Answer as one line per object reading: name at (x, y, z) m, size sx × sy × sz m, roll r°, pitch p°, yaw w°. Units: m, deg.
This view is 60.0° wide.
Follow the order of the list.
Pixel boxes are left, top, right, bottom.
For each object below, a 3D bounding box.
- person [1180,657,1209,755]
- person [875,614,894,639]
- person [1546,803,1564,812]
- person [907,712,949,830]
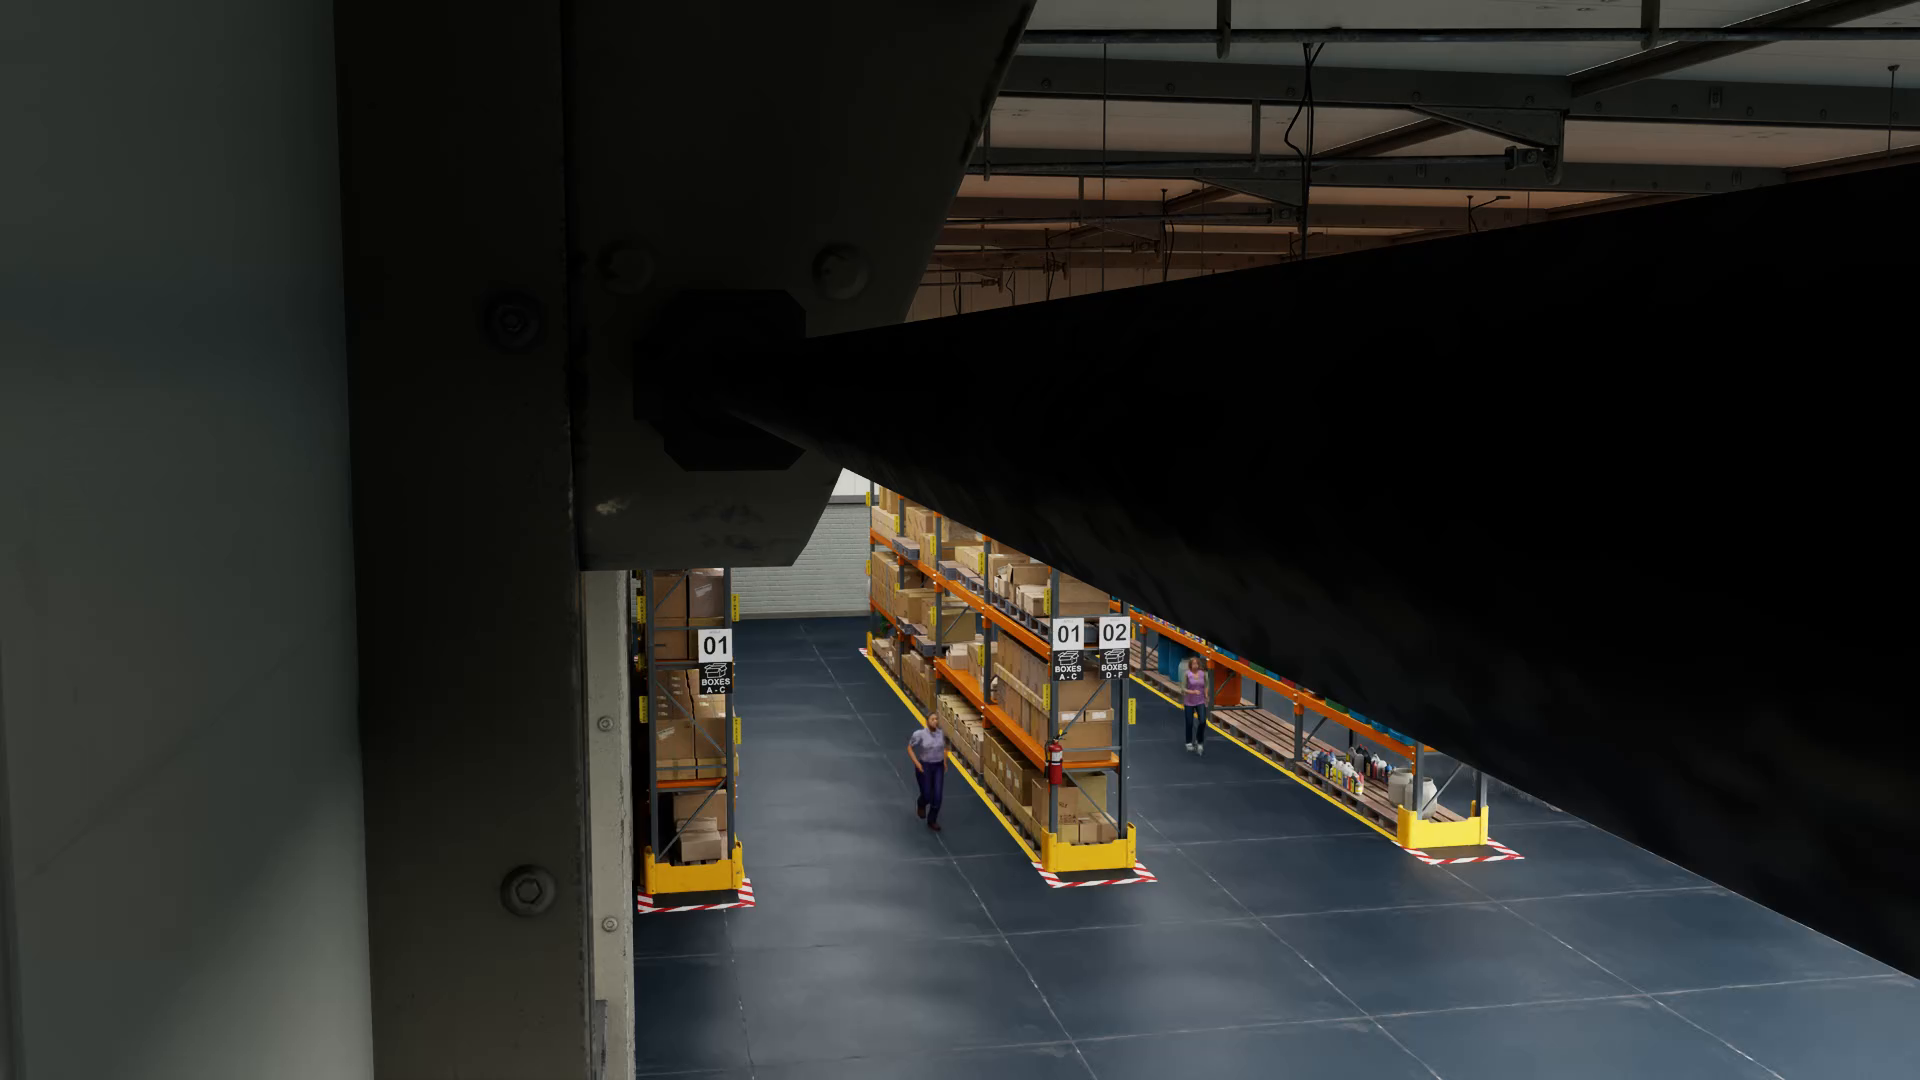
person at (3.844, 2.702, 27.156) m, size 0.508 × 1.604 × 0.667 m, roll 0°, pitch 6°, yaw -4°
person at (-1.673, 1.499, 37.926) m, size 0.609 × 1.736 × 0.648 m, roll -1°, pitch 6°, yaw -9°
person at (8.586, 3.087, 23.723) m, size 0.596 × 1.598 × 0.705 m, roll -4°, pitch 7°, yaw -34°
person at (-0.419, 3.159, 22.861) m, size 0.603 × 1.617 × 0.535 m, roll -3°, pitch 7°, yaw -24°
